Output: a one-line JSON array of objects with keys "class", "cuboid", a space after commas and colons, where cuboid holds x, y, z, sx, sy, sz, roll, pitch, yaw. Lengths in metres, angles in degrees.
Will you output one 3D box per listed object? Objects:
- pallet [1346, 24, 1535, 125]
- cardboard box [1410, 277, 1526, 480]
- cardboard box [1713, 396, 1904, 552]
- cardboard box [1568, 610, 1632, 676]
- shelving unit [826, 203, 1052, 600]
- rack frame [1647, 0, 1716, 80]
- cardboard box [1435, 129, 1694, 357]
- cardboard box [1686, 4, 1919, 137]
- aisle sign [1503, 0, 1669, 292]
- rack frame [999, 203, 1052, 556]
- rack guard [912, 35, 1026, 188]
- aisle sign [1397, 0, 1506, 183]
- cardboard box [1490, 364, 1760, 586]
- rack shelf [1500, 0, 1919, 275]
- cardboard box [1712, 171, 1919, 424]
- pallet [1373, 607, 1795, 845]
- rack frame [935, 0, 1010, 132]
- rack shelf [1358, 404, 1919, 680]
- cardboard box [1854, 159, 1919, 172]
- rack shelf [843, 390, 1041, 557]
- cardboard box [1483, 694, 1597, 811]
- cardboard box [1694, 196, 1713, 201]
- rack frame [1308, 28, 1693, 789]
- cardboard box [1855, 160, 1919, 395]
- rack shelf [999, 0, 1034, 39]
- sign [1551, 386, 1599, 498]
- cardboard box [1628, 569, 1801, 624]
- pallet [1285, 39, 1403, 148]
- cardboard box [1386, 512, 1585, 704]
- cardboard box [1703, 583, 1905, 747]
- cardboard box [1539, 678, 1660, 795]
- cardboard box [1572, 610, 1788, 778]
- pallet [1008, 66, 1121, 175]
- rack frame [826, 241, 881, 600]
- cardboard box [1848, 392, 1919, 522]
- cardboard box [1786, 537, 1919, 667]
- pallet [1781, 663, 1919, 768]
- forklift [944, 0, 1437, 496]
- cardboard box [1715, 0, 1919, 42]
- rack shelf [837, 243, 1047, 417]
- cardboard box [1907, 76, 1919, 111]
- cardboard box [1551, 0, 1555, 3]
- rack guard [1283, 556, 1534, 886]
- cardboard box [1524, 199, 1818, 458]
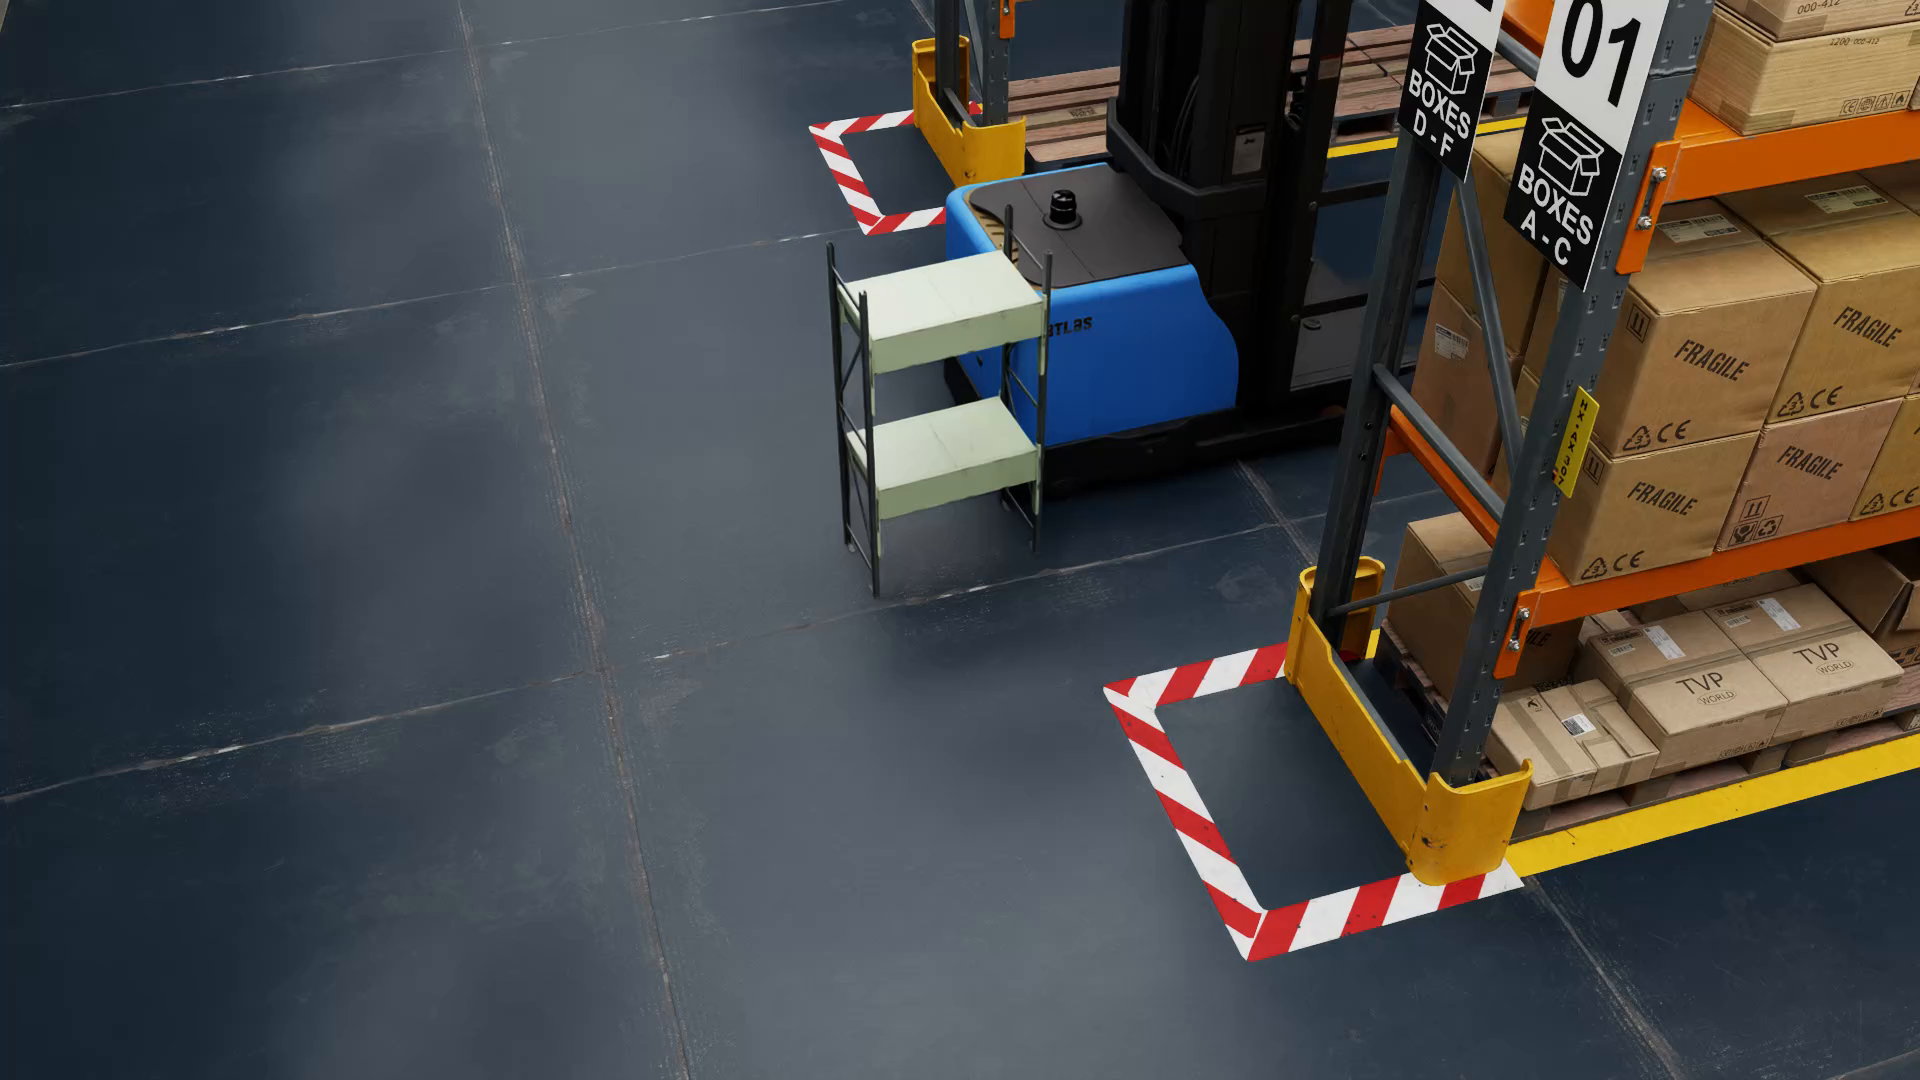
[{"class": "pallet", "cuboid": [3.184, -2.965, 10.483, 1.213, 0.211, 1.003, -12, 42, -13]}, {"class": "cardboard box", "cuboid": [1.889, -0.582, 5.560, 0.500, 0.500, 0.500, -10, 42, -12]}, {"class": "cardboard box", "cuboid": [2.536, -0.350, 5.295, 0.500, 0.500, 0.500, -12, 43, -13]}, {"class": "cardboard box", "cuboid": [2.401, 0.331, 6.411, 0.250, 0.166, 0.380, -12, 42, -13]}, {"class": "shelving unit", "cuboid": [-0.080, -0.530, 6.716, 0.755, 1.500, 0.431, -15, 43, -17]}, {"class": "rack frame", "cuboid": [1.543, -2.544, 3.323, 0.127, 3.000, 1.000, -12, 42, -13]}, {"class": "cardboard box", "cuboid": [1.885, -0.960, 5.233, 0.500, 0.500, 0.500, -12, 43, -13]}, {"class": "cardboard box", "cuboid": [2.110, -1.300, 4.293, 0.500, 0.250, 0.500, -12, 42, -13]}, {"class": "aisle sign", "cuboid": [1.566, -1.066, 4.215, 0.004, 0.787, 0.394, -12, 42, -13]}, {"class": "rack frame", "cuboid": [0.259, -0.621, 6.821, 0.023, 1.500, 0.400, -15, 43, -17]}, {"class": "rack guard", "cuboid": [0.040, -2.440, 9.663, 0.348, 0.500, 1.175, -12, 42, -13]}, {"class": "aisle sign", "cuboid": [1.386, -1.443, 4.646, 0.004, 0.787, 0.394, -12, 42, -13]}, {"class": "cardboard box", "cuboid": [2.046, -0.245, 5.175, 0.500, 0.500, 0.500, -11, 42, -12]}, {"class": "rack shelf", "cuboid": [3.451, -1.539, 4.999, 4.000, 0.370, 1.077, -12, 42, -13]}, {"class": "cardboard box", "cuboid": [2.542, -0.730, 4.969, 0.500, 0.500, 0.500, -11, 42, -13]}, {"class": "pallet", "cuboid": [2.376, 0.592, 6.412, 1.213, 0.211, 1.003, -12, 42, -13]}, {"class": "rack frame", "cuboid": [0.059, -3.394, 8.855, 0.127, 3.000, 1.000, -12, 42, -13]}, {"class": "rack shelf", "cuboid": [3.451, -0.409, 5.986, 4.000, 0.370, 1.077, -12, 42, -13]}, {"class": "cardboard box", "cuboid": [2.860, -1.166, 5.468, 0.500, 0.500, 0.500, -11, 42, -12]}, {"class": "rack shelf", "cuboid": [-0.080, -0.284, 6.931, 0.720, 0.370, 0.431, -15, 43, -17]}, {"class": "cardboard box", "cuboid": [2.046, 0.756, 5.938, 0.250, 0.149, 0.380, -12, 42, -13]}, {"class": "cardboard box", "cuboid": [2.367, -1.060, 5.348, 0.500, 0.500, 0.500, -11, 42, -12]}, {"class": "rack frame", "cuboid": [1.543, -0.285, 5.296, 0.127, 3.000, 1.000, -12, 42, -13]}, {"class": "cardboard box", "cuboid": [3.021, -0.825, 5.079, 0.500, 0.500, 0.500, -11, 42, -12]}, {"class": "rack shelf", "cuboid": [1.966, -3.519, 9.544, 4.000, 0.370, 1.077, -12, 42, -13]}, {"class": "sign", "cuboid": [1.706, -0.271, 4.622, 0.005, 0.325, 0.100, -12, 42, -13]}, {"class": "cardboard box", "cuboid": [2.903, 0.154, 6.550, 0.500, 0.250, 0.500, -12, 42, -13]}, {"class": "pallet", "cuboid": [2.019, -2.722, 10.205, 1.213, 0.211, 1.003, -12, 42, -13]}, {"class": "cardboard box", "cuboid": [1.988, 0.229, 6.274, 0.500, 0.500, 0.500, -12, 42, -13]}, {"class": "cardboard box", "cuboid": [3.101, 0.458, 6.202, 0.500, 0.250, 0.500, -12, 42, -13]}, {"class": "cardboard box", "cuboid": [2.284, 0.700, 5.988, 0.250, 0.166, 0.380, -12, 42, -13]}, {"class": "cardboard box", "cuboid": [2.624, 0.556, 6.089, 0.500, 0.250, 0.500, -12, 42, -13]}, {"class": "pallet", "cuboid": [0.857, -2.483, 9.931, 1.213, 0.211, 1.003, -12, 42, -13]}, {"class": "rack frame", "cuboid": [-0.419, -0.439, 6.612, 0.023, 1.500, 0.400, -15, 43, -17]}, {"class": "cardboard box", "cuboid": [3.016, -0.448, 5.407, 0.500, 0.500, 0.500, -12, 43, -13]}, {"class": "cardboard box", "cuboid": [3.568, 0.073, 6.449, 0.637, 0.503, 0.797, -12, 42, -13]}, {"class": "pallet", "cuboid": [3.537, 0.353, 6.685, 1.213, 0.211, 1.003, -12, 42, -13]}, {"class": "forklift", "cuboid": [1.496, -1.882, 7.177, 3.031, 2.935, 1.130, -13, 43, -14]}, {"class": "cardboard box", "cuboid": [2.111, -1.485, 4.124, 0.500, 0.250, 0.500, -12, 42, -13]}, {"class": "rack shelf", "cuboid": [-0.080, -0.824, 6.460, 0.720, 0.370, 0.431, -15, 43, -17]}, {"class": "cardboard box", "cuboid": [2.590, -1.391, 4.396, 0.500, 0.250, 0.500, -12, 42, -13]}, {"class": "cardboard box", "cuboid": [1.954, -1.625, 4.665, 0.500, 0.250, 0.500, -12, 42, -13]}, {"class": "rack guard", "cuboid": [1.616, 0.641, 6.136, 0.348, 0.500, 1.175, -12, 42, -13]}, {"class": "cardboard box", "cuboid": [2.046, -0.622, 4.846, 0.500, 0.500, 0.500, -10, 42, -12]}]
